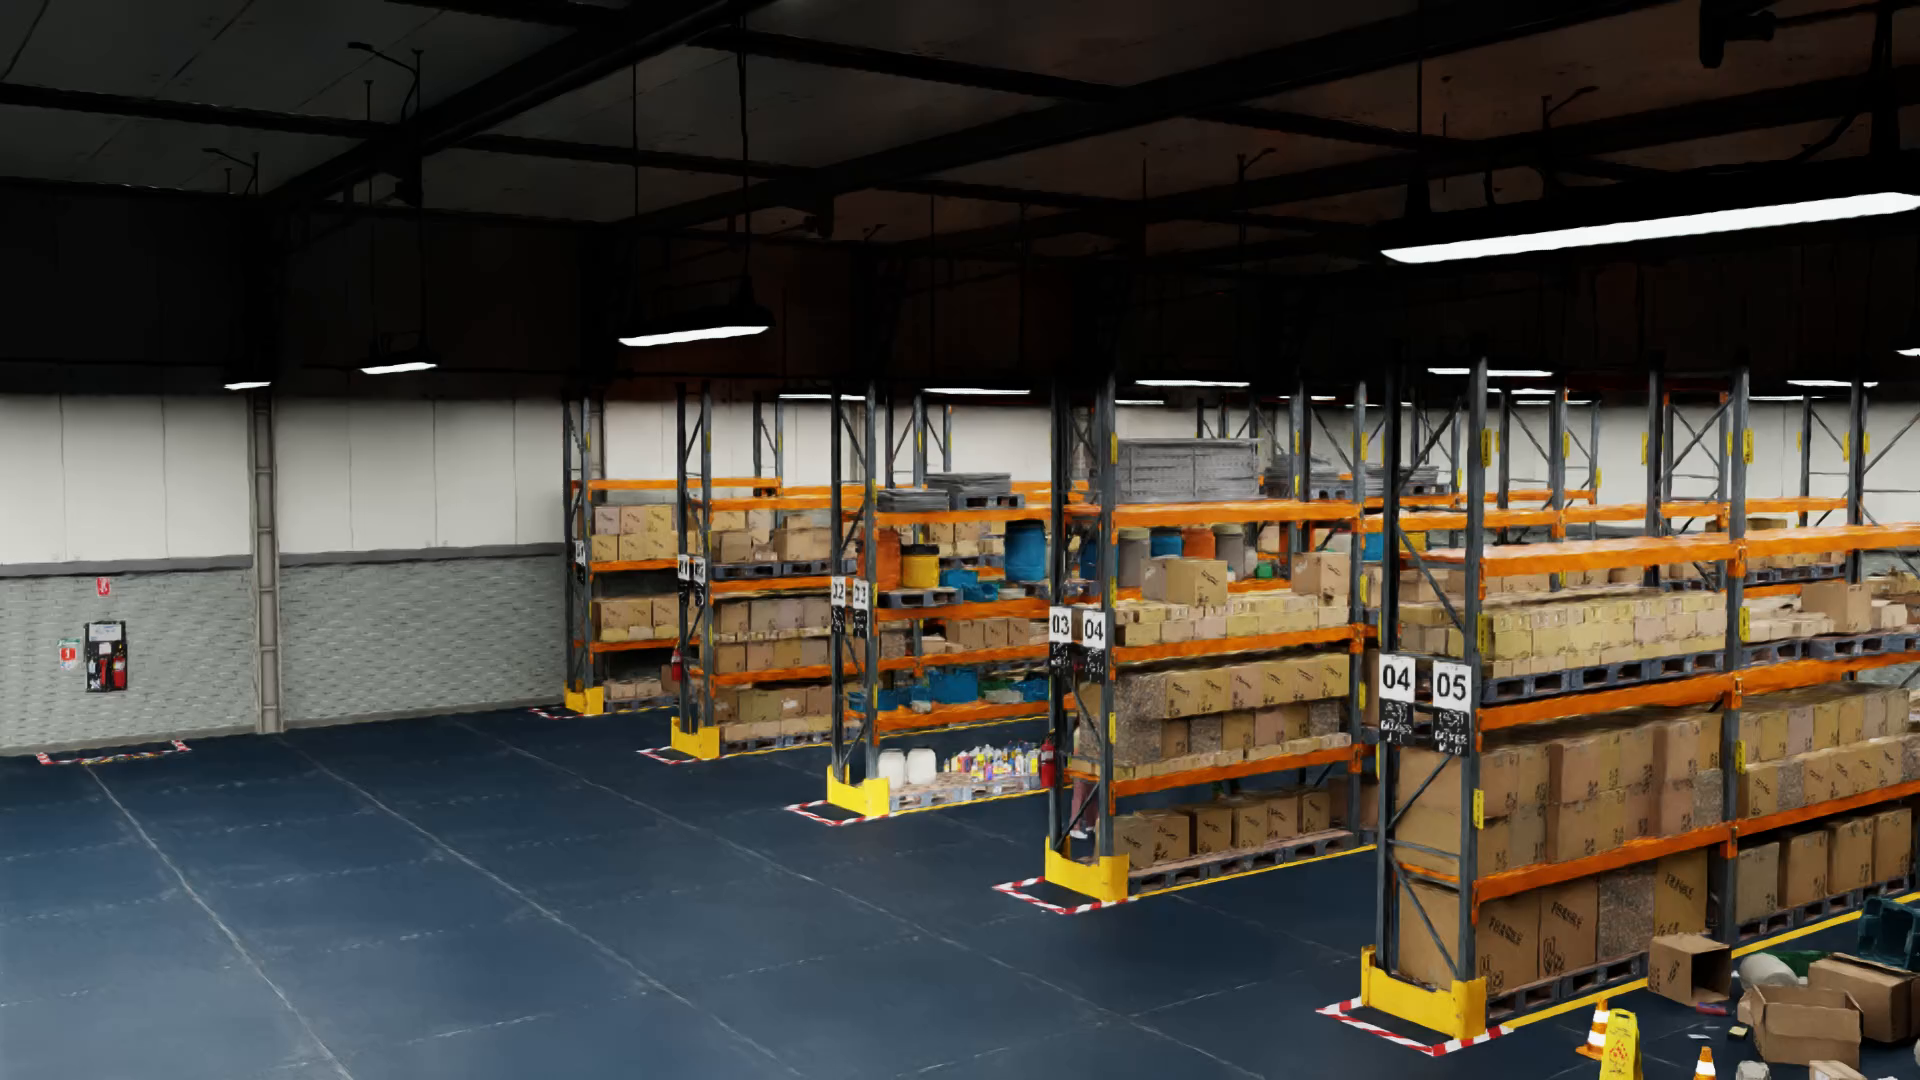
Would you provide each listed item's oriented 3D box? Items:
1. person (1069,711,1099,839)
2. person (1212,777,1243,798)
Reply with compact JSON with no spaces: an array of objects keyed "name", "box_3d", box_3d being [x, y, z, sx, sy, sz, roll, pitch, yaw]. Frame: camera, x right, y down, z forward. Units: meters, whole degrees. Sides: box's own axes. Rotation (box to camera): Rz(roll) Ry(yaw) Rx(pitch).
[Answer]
[{"name":"person","box_3d":[1.637,2.951,21.269,0.432,1.672,0.499,2,4,24]},{"name":"person","box_3d":[3.836,2.744,23.505,0.451,1.788,0.605,2,4,27]}]
